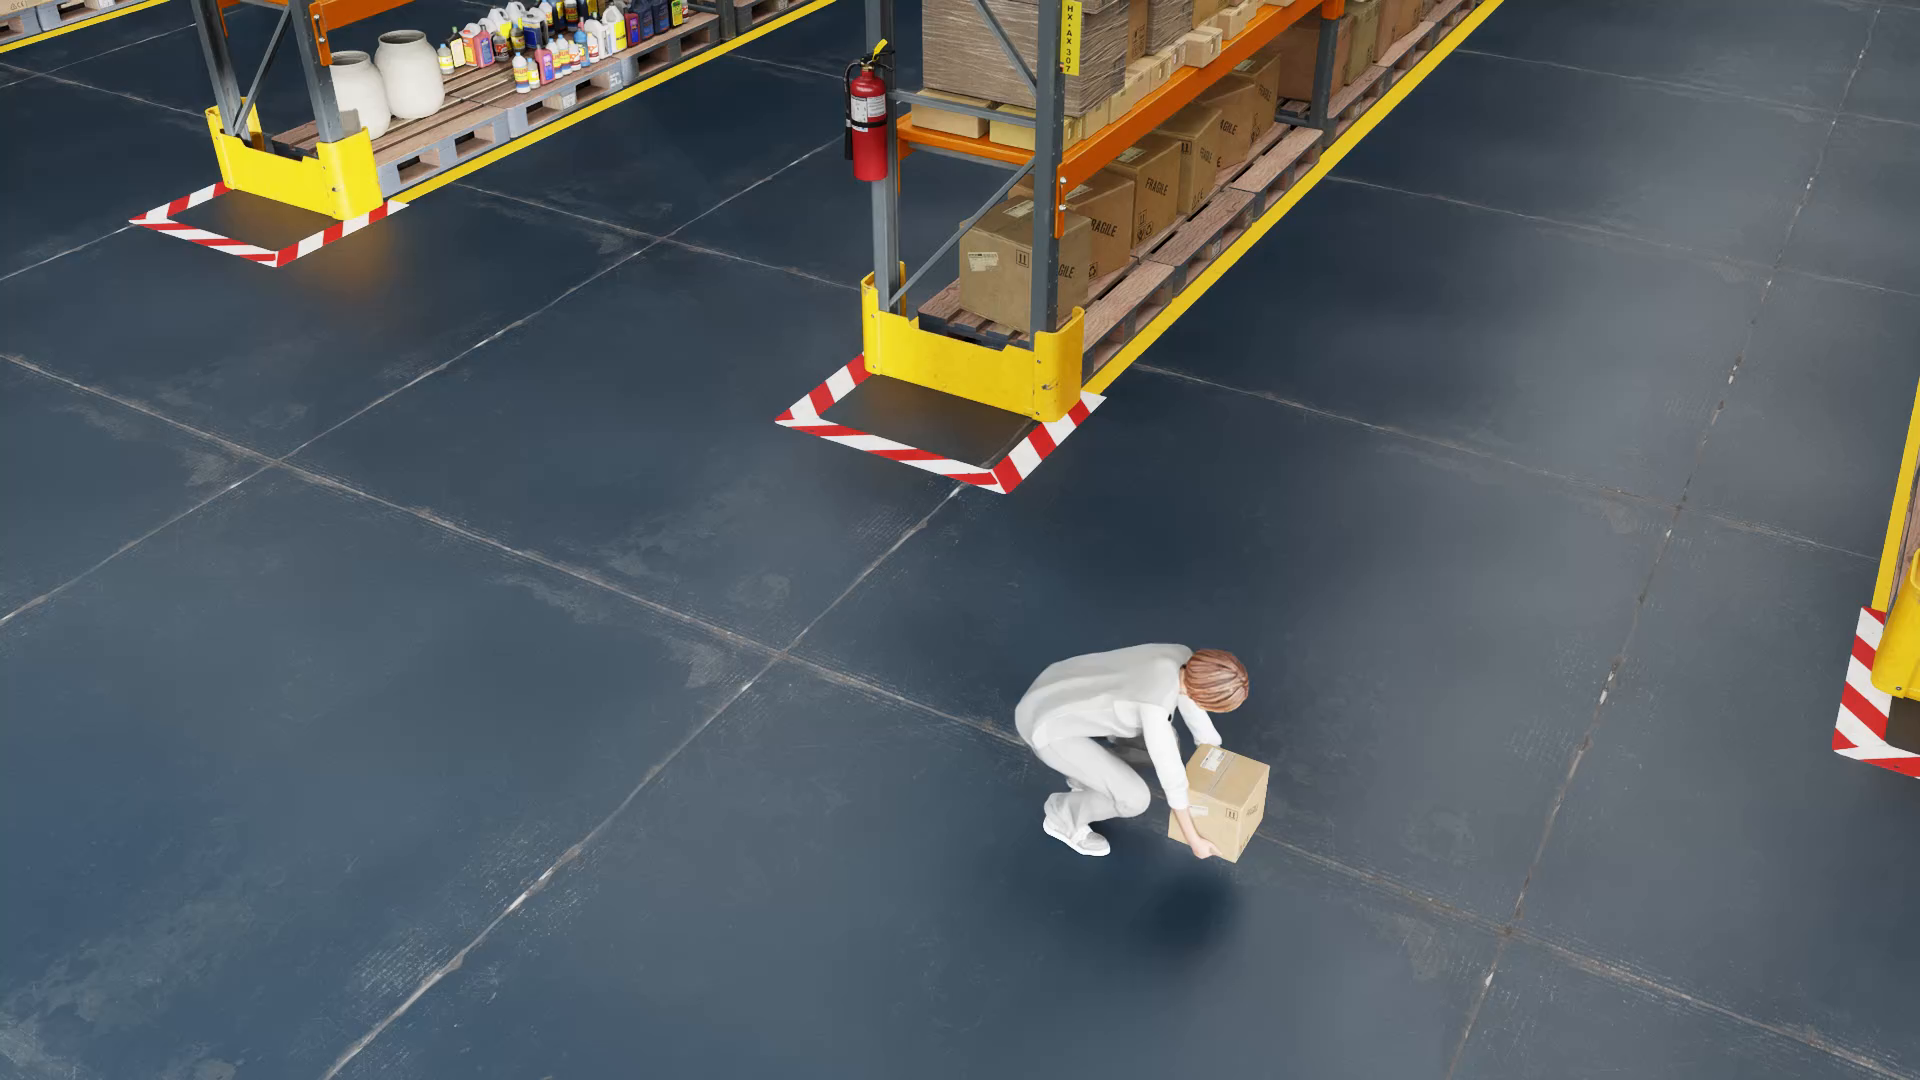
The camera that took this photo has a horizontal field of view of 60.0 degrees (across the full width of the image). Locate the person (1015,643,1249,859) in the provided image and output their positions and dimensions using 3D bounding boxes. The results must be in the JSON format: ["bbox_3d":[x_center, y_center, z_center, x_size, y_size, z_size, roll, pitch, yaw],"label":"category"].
[{"bbox_3d":[0.595,0.700,5.762,0.835,0.895,0.420,17,38,23],"label":"person"}]
